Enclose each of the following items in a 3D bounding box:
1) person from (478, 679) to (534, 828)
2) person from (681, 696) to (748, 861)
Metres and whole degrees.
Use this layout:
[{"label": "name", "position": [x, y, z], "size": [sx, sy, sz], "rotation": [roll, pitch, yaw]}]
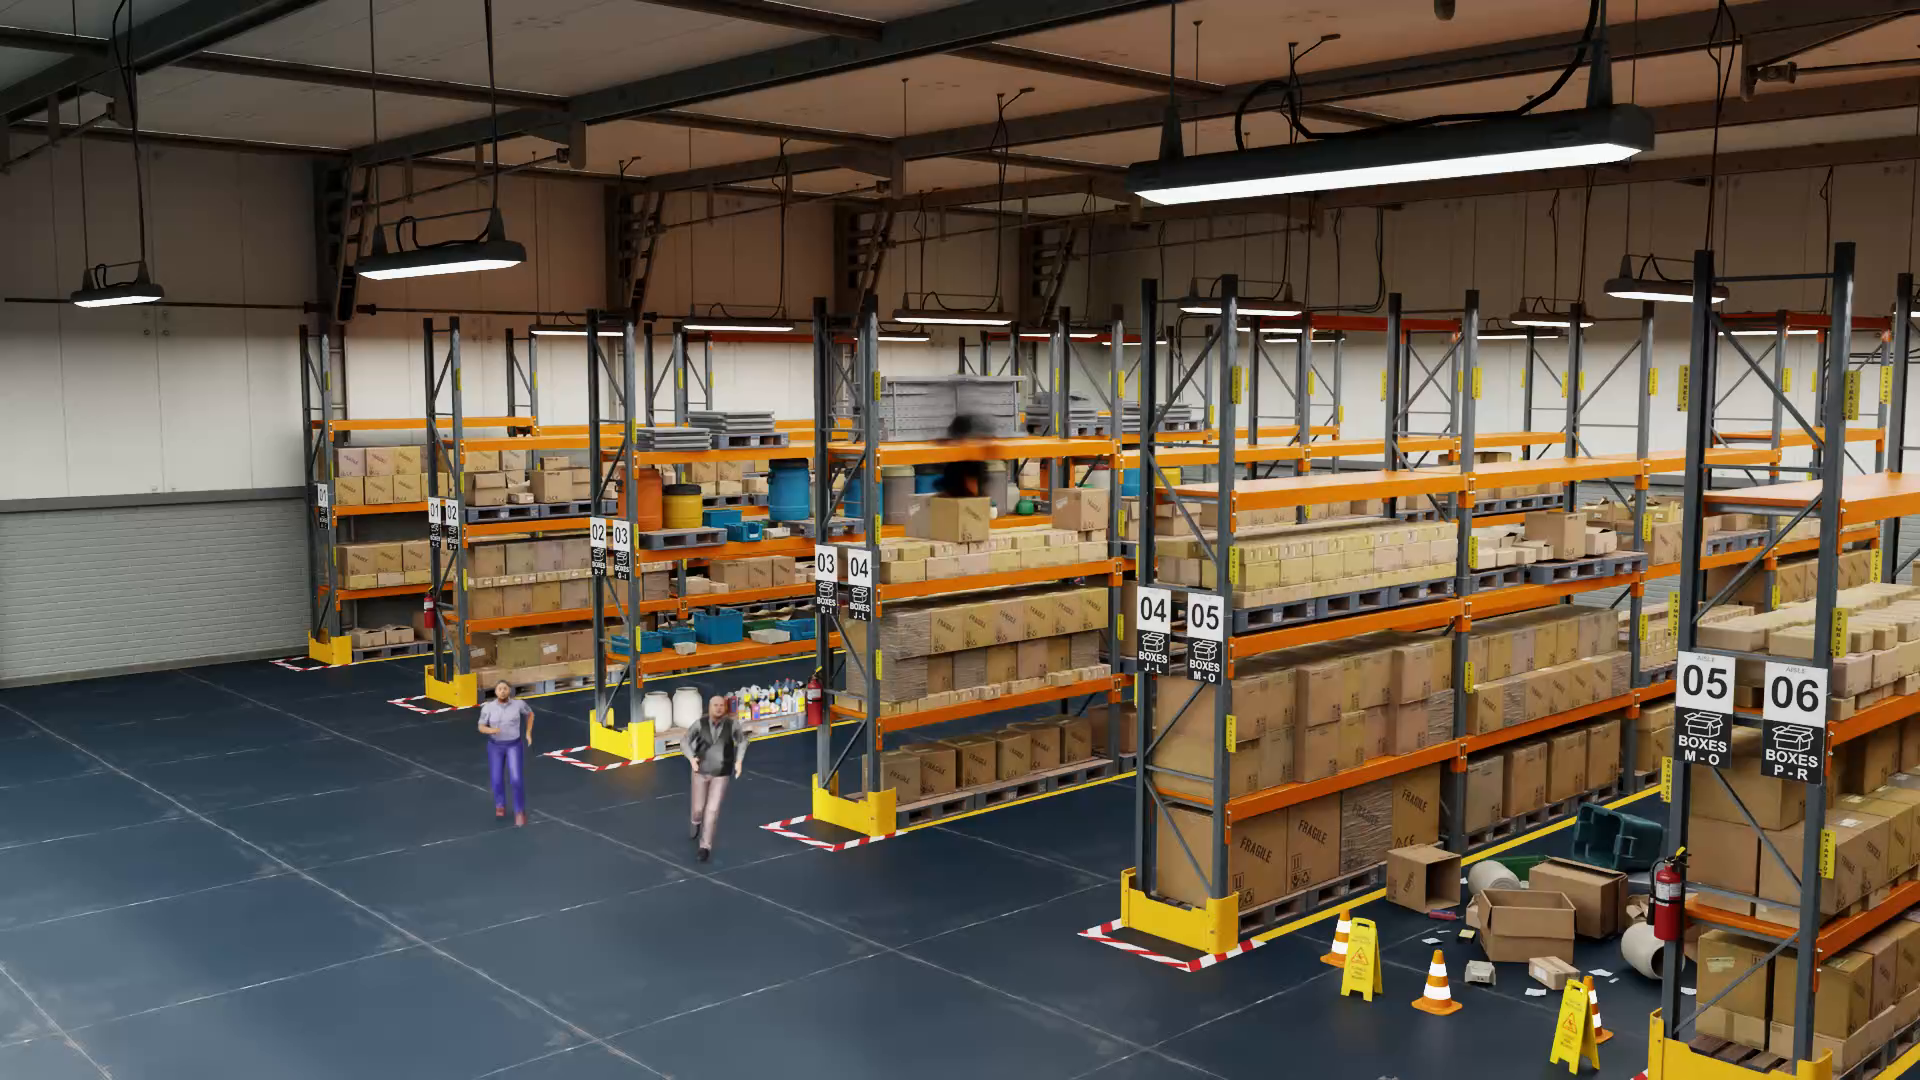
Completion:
[{"label": "person", "position": [-5.198, 2.437, 19.042], "size": [0.598, 1.703, 0.732], "rotation": [-1, 6, -10]}, {"label": "person", "position": [-2.636, 2.512, 17.845], "size": [0.712, 1.689, 0.965], "rotation": [-1, 6, -5]}]
